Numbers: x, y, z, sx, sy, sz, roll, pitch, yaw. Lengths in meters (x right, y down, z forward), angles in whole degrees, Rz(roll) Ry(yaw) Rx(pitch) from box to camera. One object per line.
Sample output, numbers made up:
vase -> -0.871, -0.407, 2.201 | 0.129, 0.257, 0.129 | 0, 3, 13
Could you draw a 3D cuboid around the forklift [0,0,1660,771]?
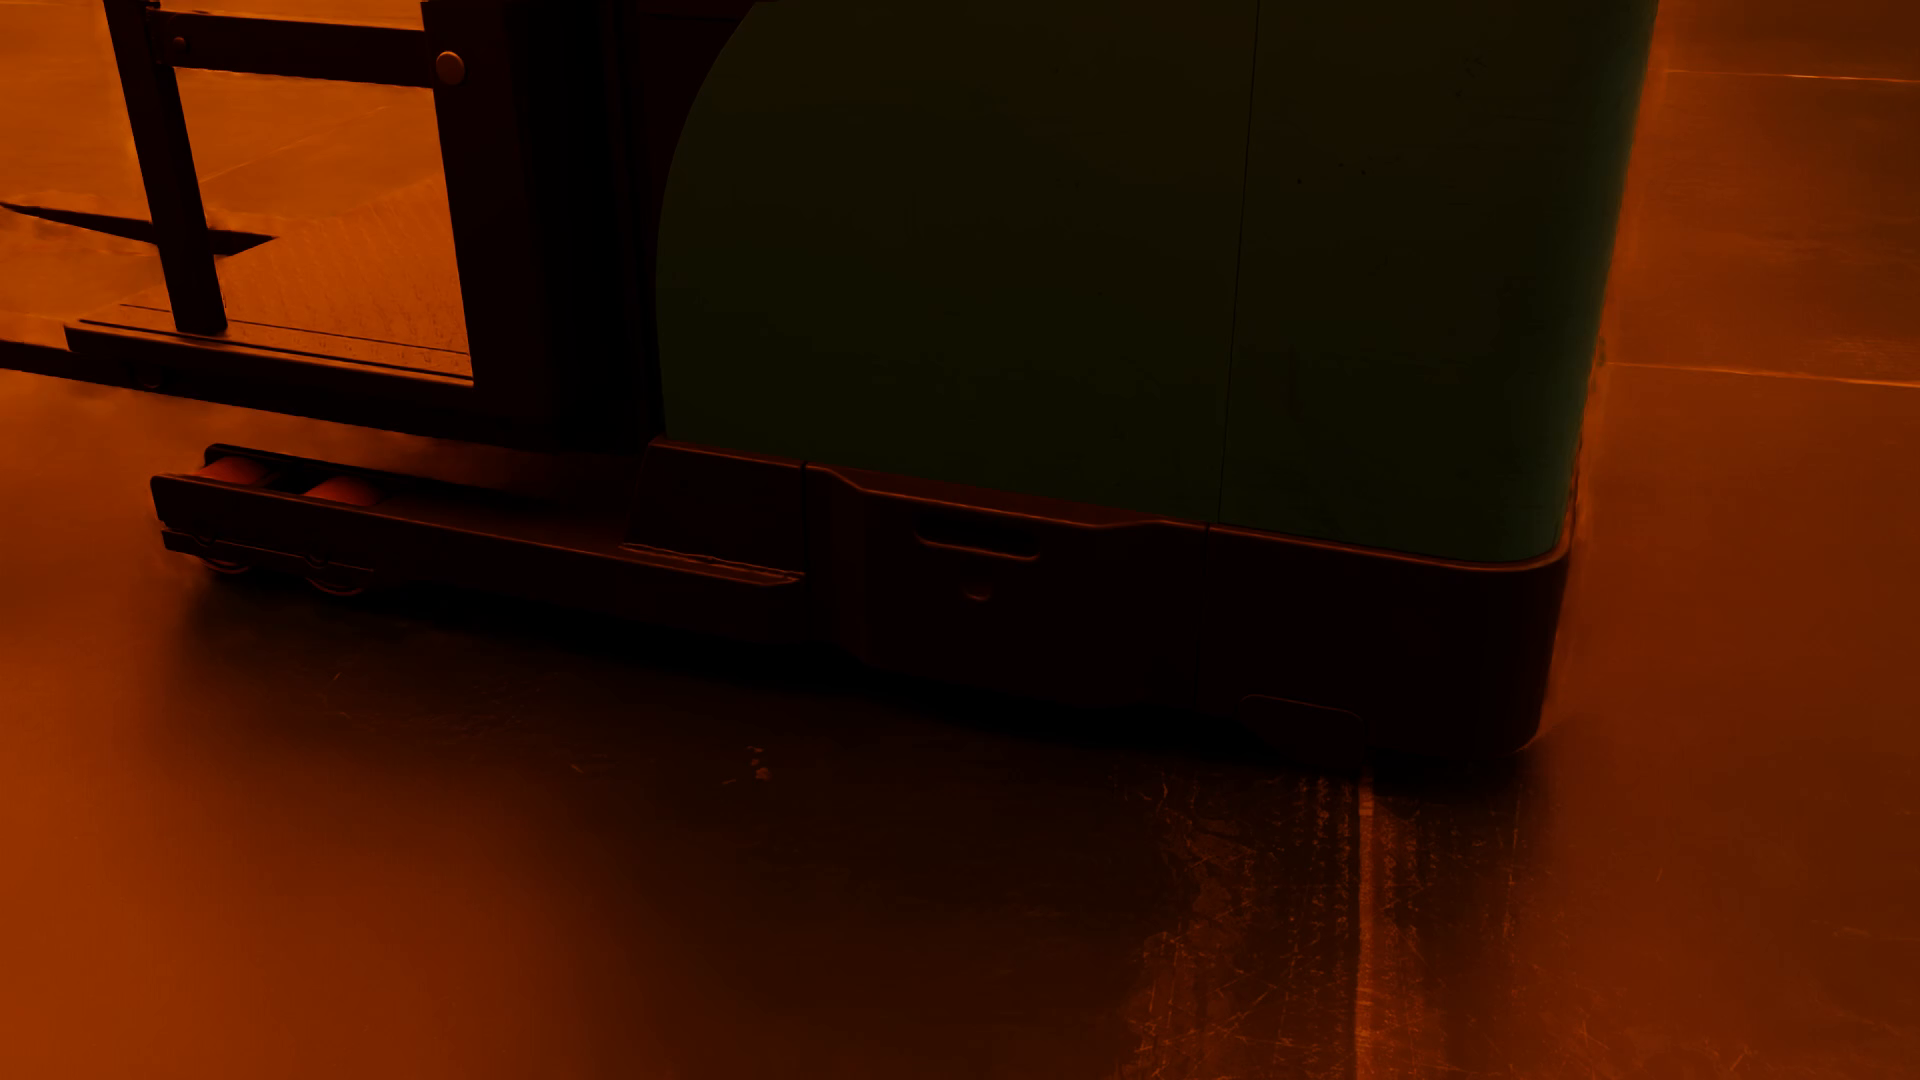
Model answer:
forklift -> -0.613, -1.441, 2.102 | 3.031, 2.935, 1.130 | 9, 28, 18
